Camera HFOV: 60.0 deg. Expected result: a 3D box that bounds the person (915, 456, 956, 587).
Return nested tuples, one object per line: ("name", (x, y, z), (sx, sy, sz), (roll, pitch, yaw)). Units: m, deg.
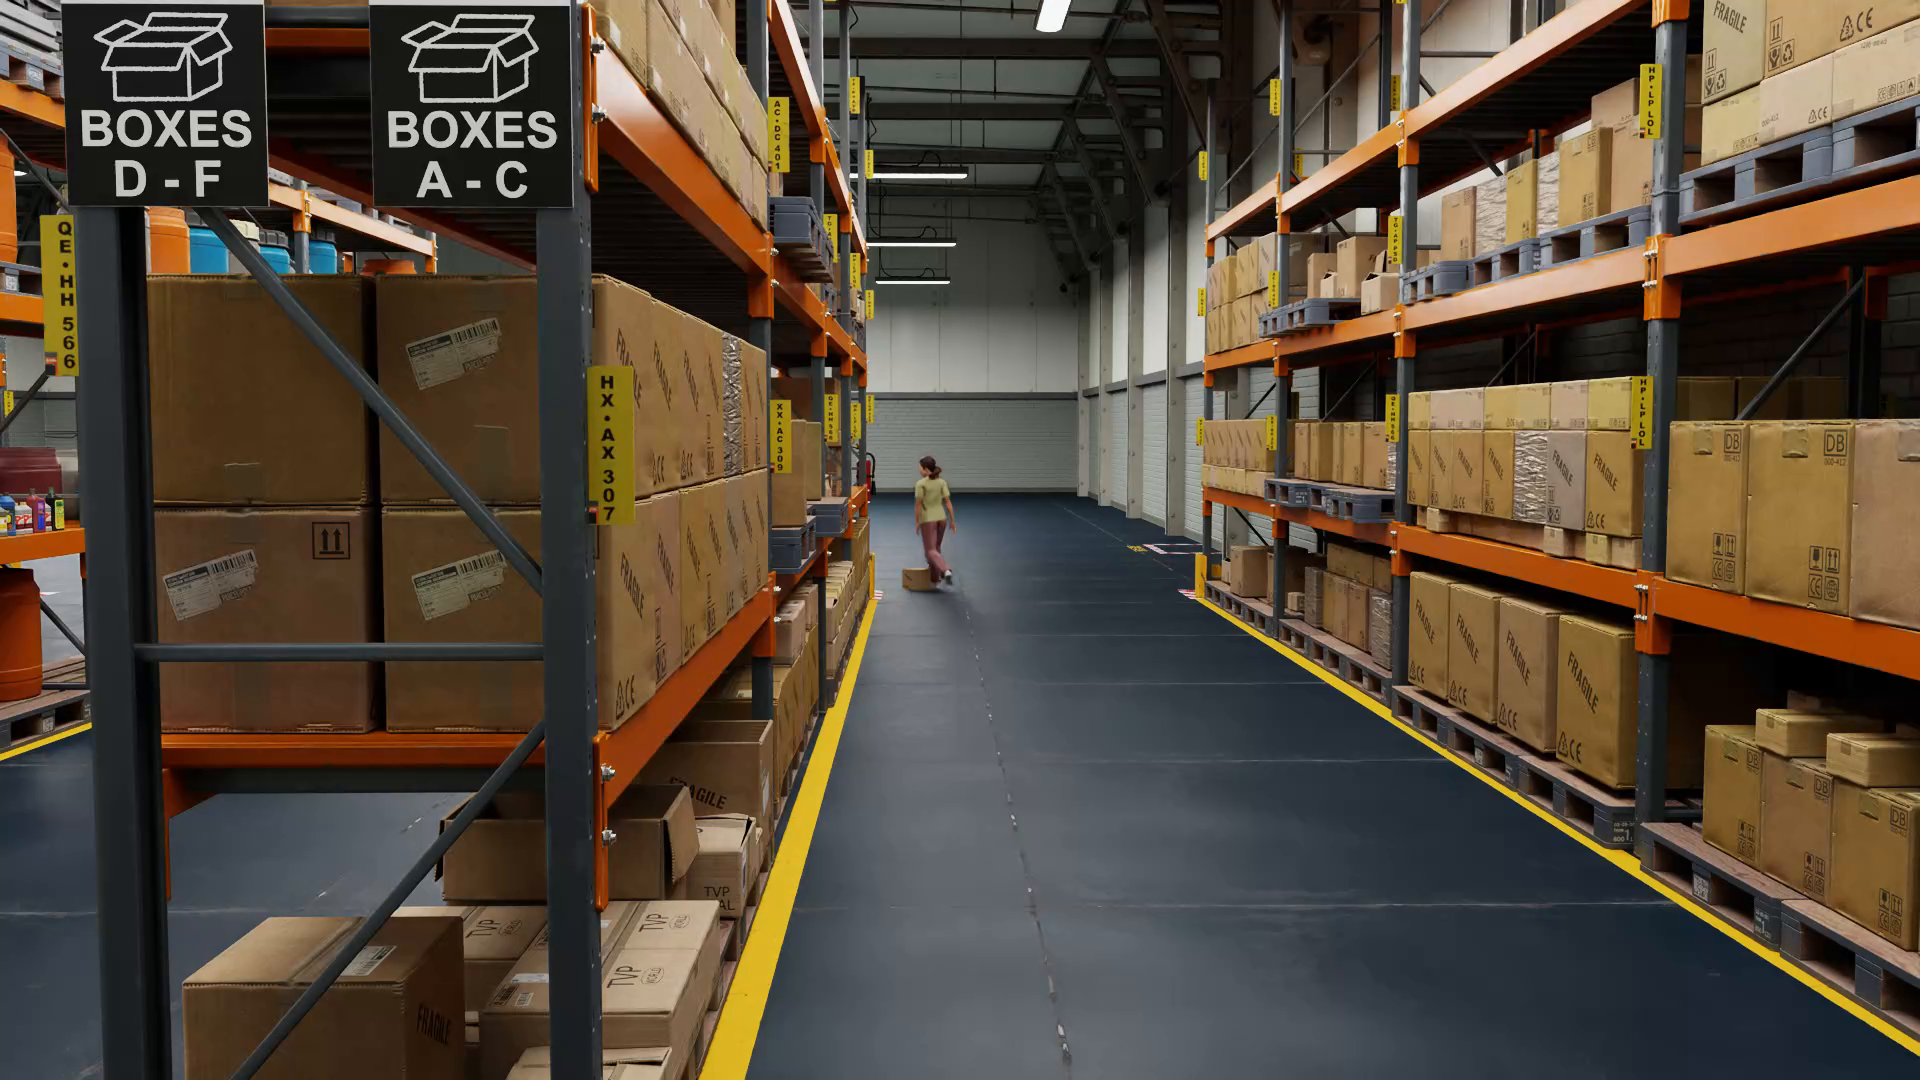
("person", (-0.326, -0.213, 20.226), (0.513, 1.623, 0.898), (-2, 5, -32))
